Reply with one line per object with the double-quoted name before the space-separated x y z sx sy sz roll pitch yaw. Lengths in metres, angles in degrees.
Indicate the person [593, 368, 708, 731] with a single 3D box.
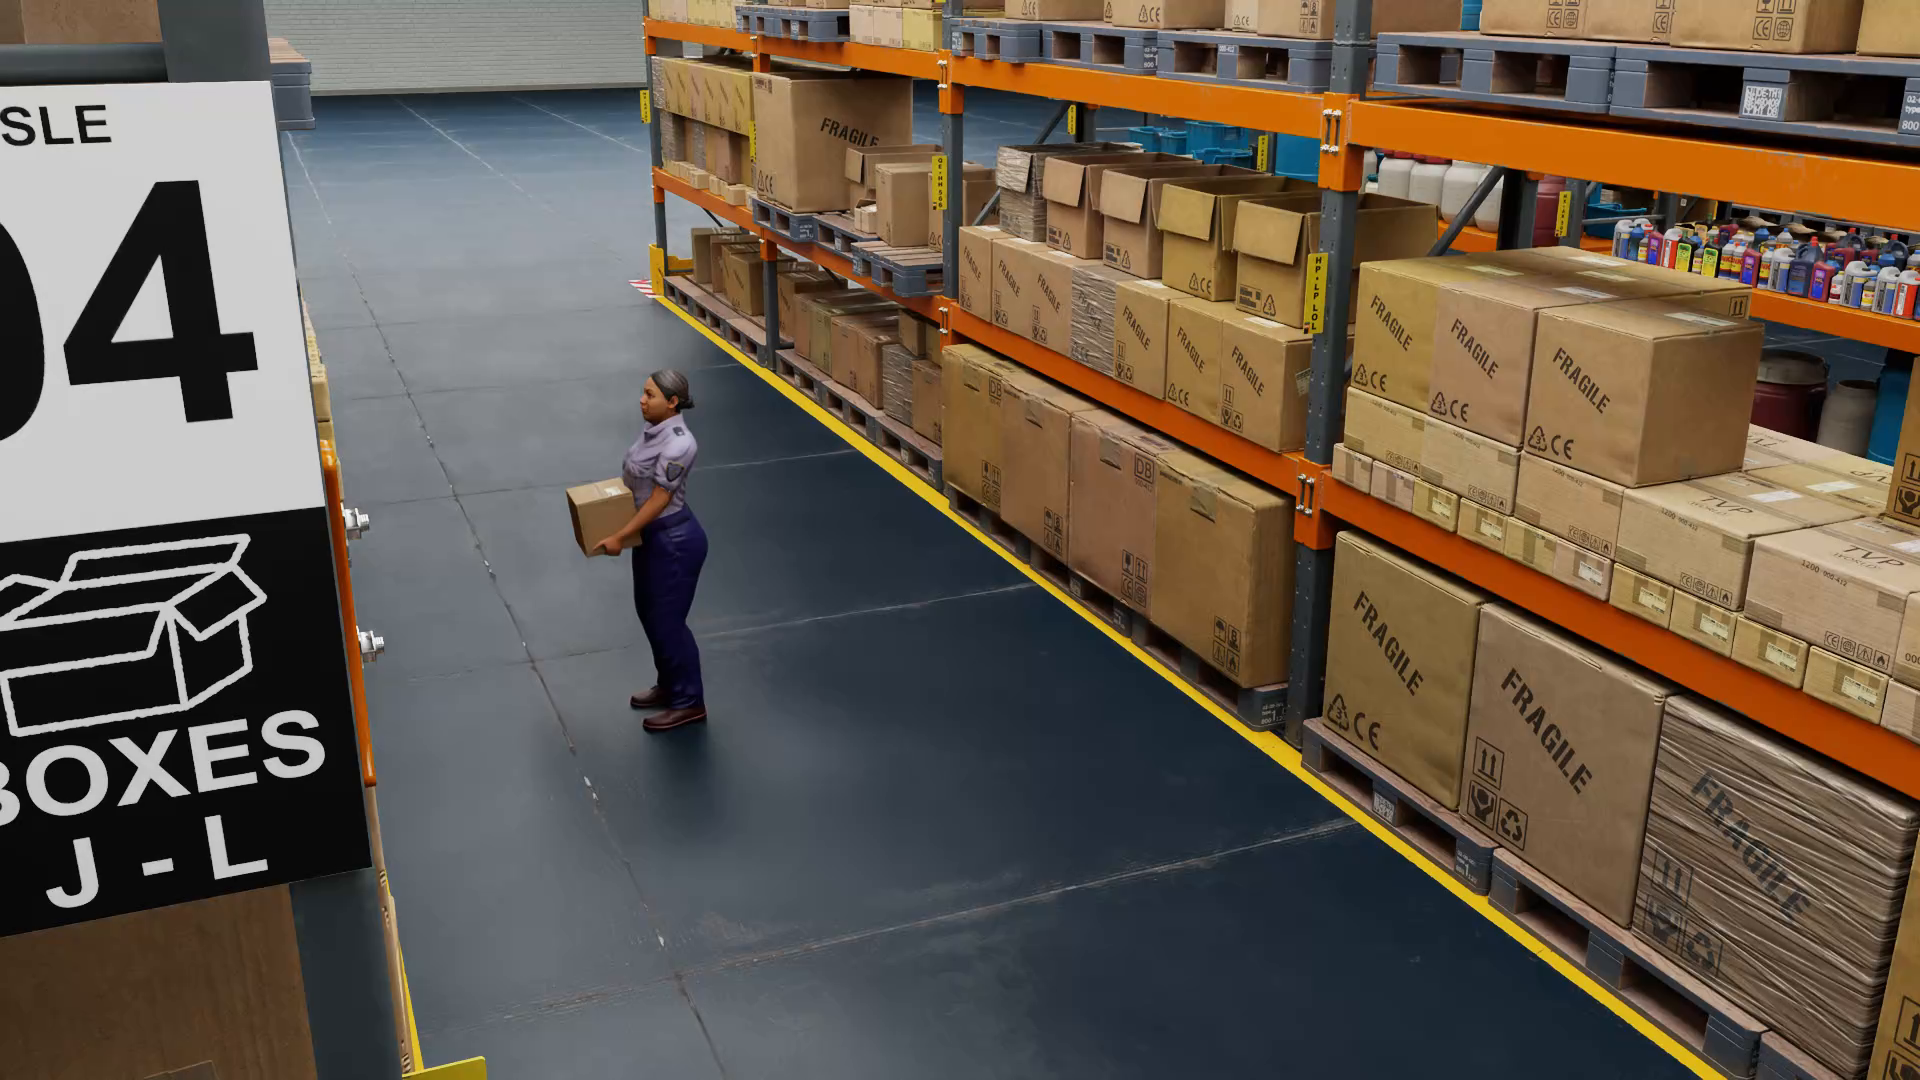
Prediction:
"person" -1.411 0.038 7.494 0.521 1.641 0.451 -8 20 -21
